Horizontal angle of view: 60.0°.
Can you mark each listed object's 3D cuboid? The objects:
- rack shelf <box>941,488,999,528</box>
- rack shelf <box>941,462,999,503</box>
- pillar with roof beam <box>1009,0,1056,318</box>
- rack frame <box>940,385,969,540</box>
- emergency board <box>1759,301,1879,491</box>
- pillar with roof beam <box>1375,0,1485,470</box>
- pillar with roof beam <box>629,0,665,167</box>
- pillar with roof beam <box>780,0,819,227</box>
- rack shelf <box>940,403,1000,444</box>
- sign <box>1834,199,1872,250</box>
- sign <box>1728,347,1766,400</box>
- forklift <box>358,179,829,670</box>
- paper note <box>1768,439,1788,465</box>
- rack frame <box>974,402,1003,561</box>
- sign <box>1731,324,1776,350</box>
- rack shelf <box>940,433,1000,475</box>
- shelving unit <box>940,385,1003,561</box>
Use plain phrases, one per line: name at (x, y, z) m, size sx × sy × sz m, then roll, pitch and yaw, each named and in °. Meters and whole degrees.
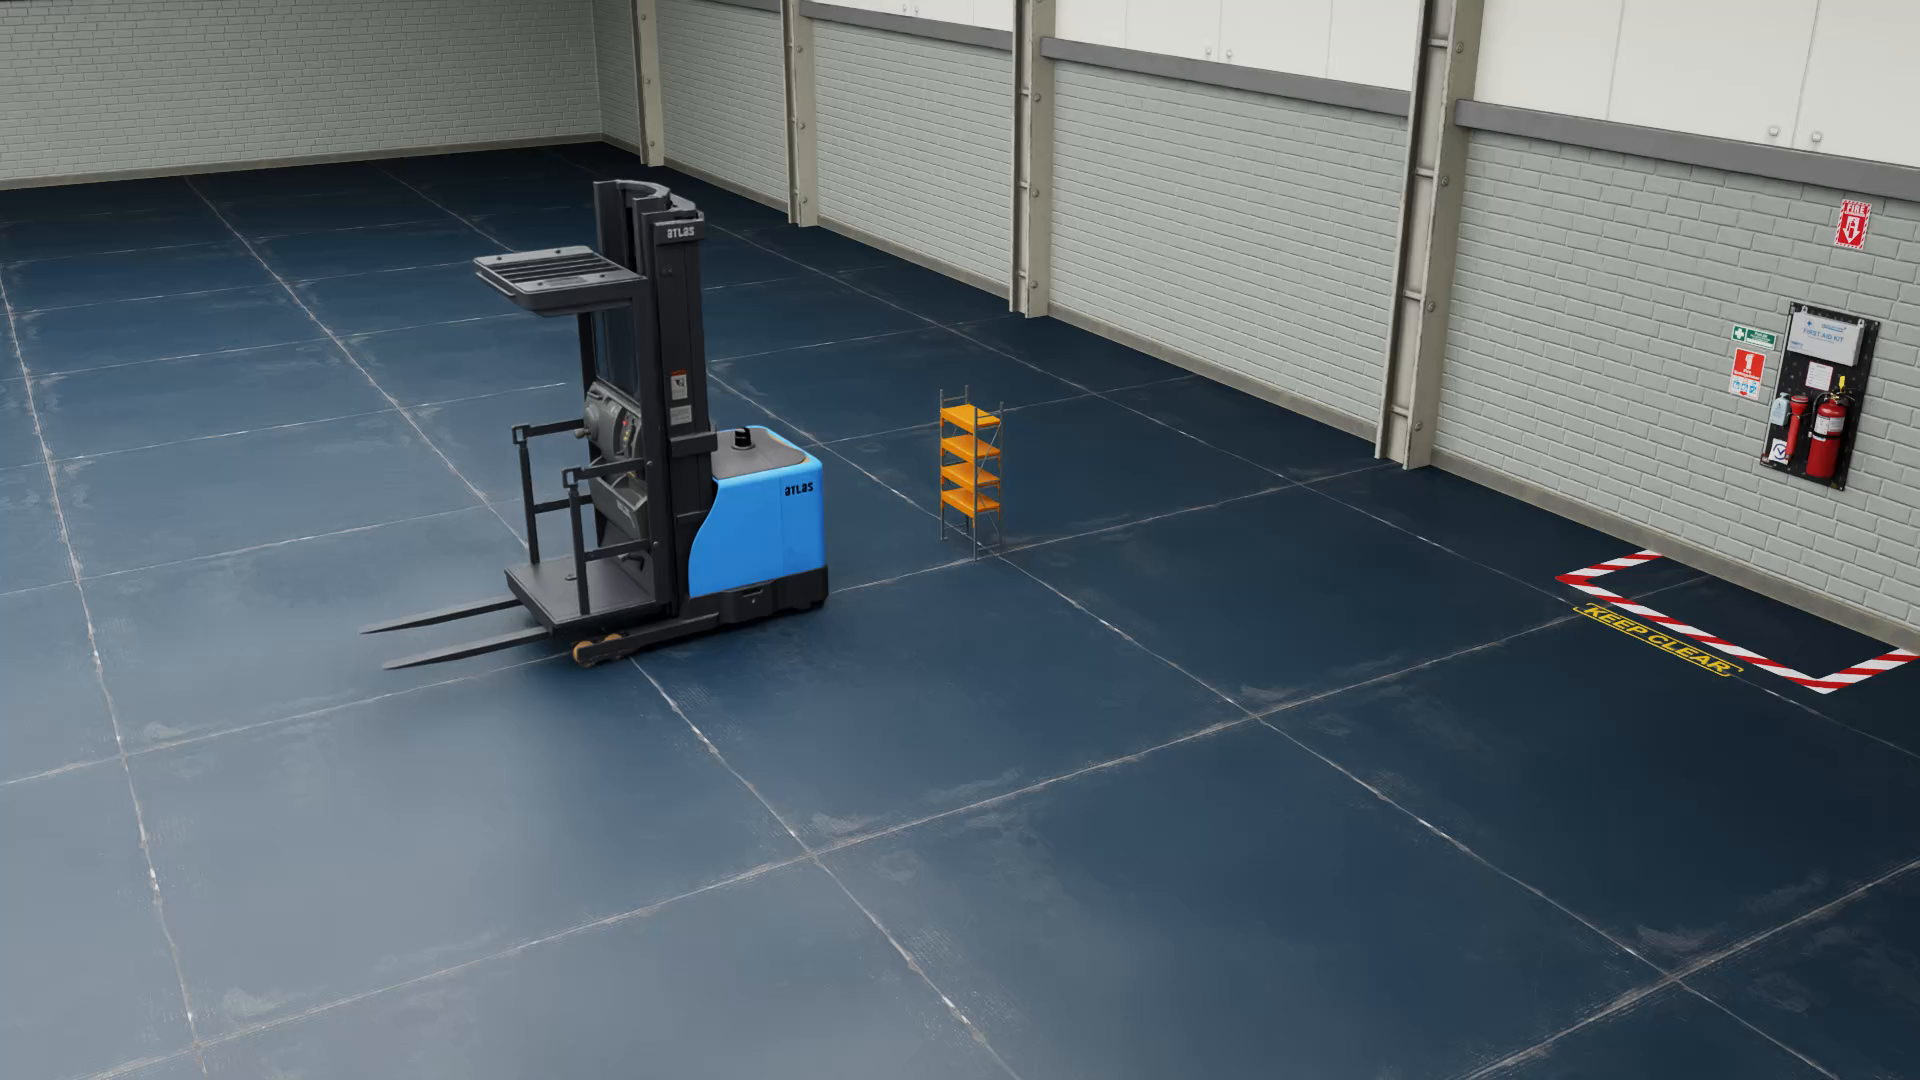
rack shelf at (0.085, -0.256, 12.554) m, size 0.258 × 0.148 × 0.480 m, roll -13°, pitch 25°, yaw -28°
rack shelf at (0.085, -0.440, 12.479) m, size 0.258 × 0.148 × 0.480 m, roll -13°, pitch 25°, yaw -28°
pillar with roof beam at (-2.894, -5.979, 15.570) m, size 9.100 × 9.000 × 0.400 m, roll -13°, pitch 25°, yaw -28°
rack frame at (-0.040, -0.581, 12.648) m, size 0.240 × 1.200 × 0.015 m, roll -13°, pitch 25°, yaw -28°
emergency board at (5.707, -0.950, 11.166) m, size 0.194 × 1.169 × 0.643 m, roll -13°, pitch 25°, yaw -28°
pillar with roof beam at (0.171, -4.037, 10.792) m, size 9.100 × 9.000 × 0.400 m, roll -13°, pitch 25°, yaw -28°
pillar with roof beam at (-9.024, -9.863, 25.127) m, size 9.100 × 9.000 × 0.400 m, roll -13°, pitch 25°, yaw -28°
pillar with roof beam at (-5.959, -7.921, 20.349) m, size 9.100 × 9.000 × 0.400 m, roll -13°, pitch 25°, yaw -28°
rack shelf at (0.085, -0.866, 12.306) m, size 0.258 × 0.148 × 0.480 m, roll -13°, pitch 25°, yaw -28°
sign at (5.789, -2.046, 10.783) m, size 0.001 × 0.298 × 0.199 m, roll -13°, pitch 25°, yaw -28°
sign at (5.513, -1.166, 11.649) m, size 0.001 × 0.329 × 0.234 m, roll -13°, pitch 25°, yaw -28°
forklift at (-2.445, -0.761, 10.791) m, size 3.031 × 2.935 × 1.130 m, roll -13°, pitch 26°, yaw -29°
paper note at (5.676, -0.613, 11.506) m, size 0.016 × 0.148 × 0.142 m, roll -13°, pitch 25°, yaw -28°
rack frame at (0.209, -0.423, 12.259) m, size 0.240 × 1.200 × 0.015 m, roll -13°, pitch 25°, yaw -28°
sign at (5.508, -1.408, 11.541) m, size 0.001 × 0.109 × 0.331 m, roll -13°, pitch 25°, yaw -28°
rack shelf at (0.085, -0.647, 12.395) m, size 0.258 × 0.148 × 0.480 m, roll -13°, pitch 25°, yaw -28°
shelving unit at (0.085, -0.502, 12.454) m, size 0.258 × 1.200 × 0.503 m, roll -13°, pitch 25°, yaw -28°
